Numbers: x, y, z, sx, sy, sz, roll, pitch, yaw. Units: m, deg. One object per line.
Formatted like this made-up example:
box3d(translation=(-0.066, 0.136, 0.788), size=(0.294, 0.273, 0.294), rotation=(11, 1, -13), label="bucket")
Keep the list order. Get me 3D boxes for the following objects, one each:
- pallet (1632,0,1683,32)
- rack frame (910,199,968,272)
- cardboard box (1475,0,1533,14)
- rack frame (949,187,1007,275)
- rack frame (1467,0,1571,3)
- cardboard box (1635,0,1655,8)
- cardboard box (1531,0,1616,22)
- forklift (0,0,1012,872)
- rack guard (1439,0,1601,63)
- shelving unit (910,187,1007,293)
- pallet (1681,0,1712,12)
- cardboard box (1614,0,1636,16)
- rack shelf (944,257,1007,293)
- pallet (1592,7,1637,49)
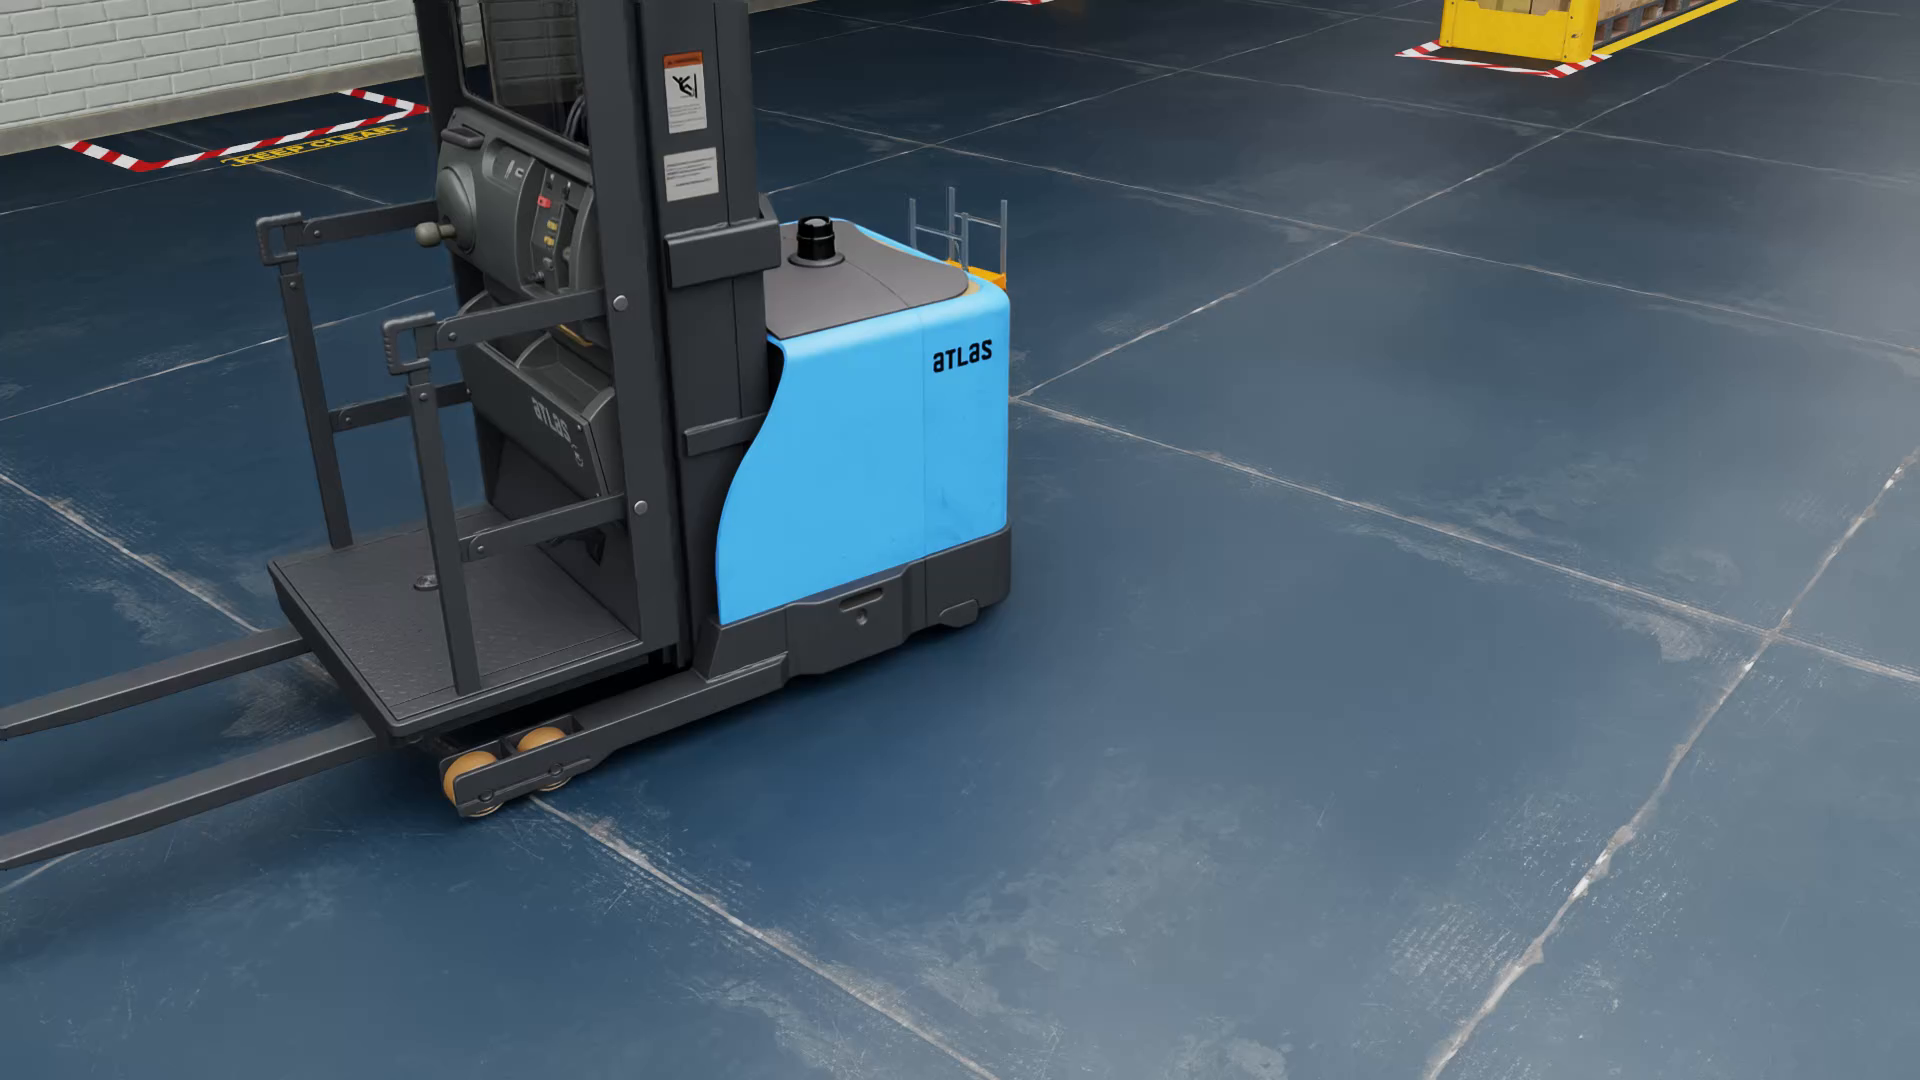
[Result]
box3d(translation=(5.681, -4.736, 14.676), size=(1.003, 0.211, 1.213), rotation=(21, 34, 34), label="pallet")
box3d(translation=(-0.066, -0.497, 5.406), size=(0.240, 1.200, 0.006), rotation=(23, 35, 37), label="rack frame")
box3d(translation=(4.564, -4.503, 13.724), size=(0.500, 0.250, 0.500), rotation=(21, 34, 34), label="cardboard box")
box3d(translation=(0.056, -0.560, 5.526), size=(0.240, 1.200, 0.006), rotation=(23, 35, 37), label="rack frame")
box3d(translation=(4.451, -5.261, 12.655), size=(1.000, 3.000, 0.127), rotation=(21, 34, 34), label="rack frame")
box3d(translation=(5.597, -4.707, 14.119), size=(0.500, 0.250, 0.500), rotation=(21, 34, 34), label="cardboard box")
box3d(translation=(4.964, -4.351, 13.432), size=(0.500, 0.250, 0.500), rotation=(21, 34, 34), label="cardboard box")
box3d(translation=(-1.328, -0.854, 4.211), size=(3.031, 2.935, 1.130), rotation=(-19, 33, -32), label="forklift")
box3d(translation=(4.436, -4.142, 13.213), size=(1.175, 0.500, 0.348), rotation=(21, 34, 34), label="rack guard")
box3d(translation=(-0.005, -0.529, 5.466), size=(0.258, 1.200, 0.189), rotation=(23, 35, 37), label="shelving unit")
box3d(translation=(6.457, -5.171, 15.515), size=(1.003, 0.211, 1.213), rotation=(21, 34, 34), label="pallet")
box3d(translation=(5.279, -4.530, 13.777), size=(0.500, 0.250, 0.500), rotation=(21, 34, 34), label="cardboard box")
box3d(translation=(-0.005, -0.809, 5.321), size=(0.258, 0.103, 0.180), rotation=(23, 35, 37), label="rack shelf")
box3d(translation=(4.905, -4.306, 13.843), size=(1.003, 0.211, 1.213), rotation=(21, 34, 34), label="pallet")
